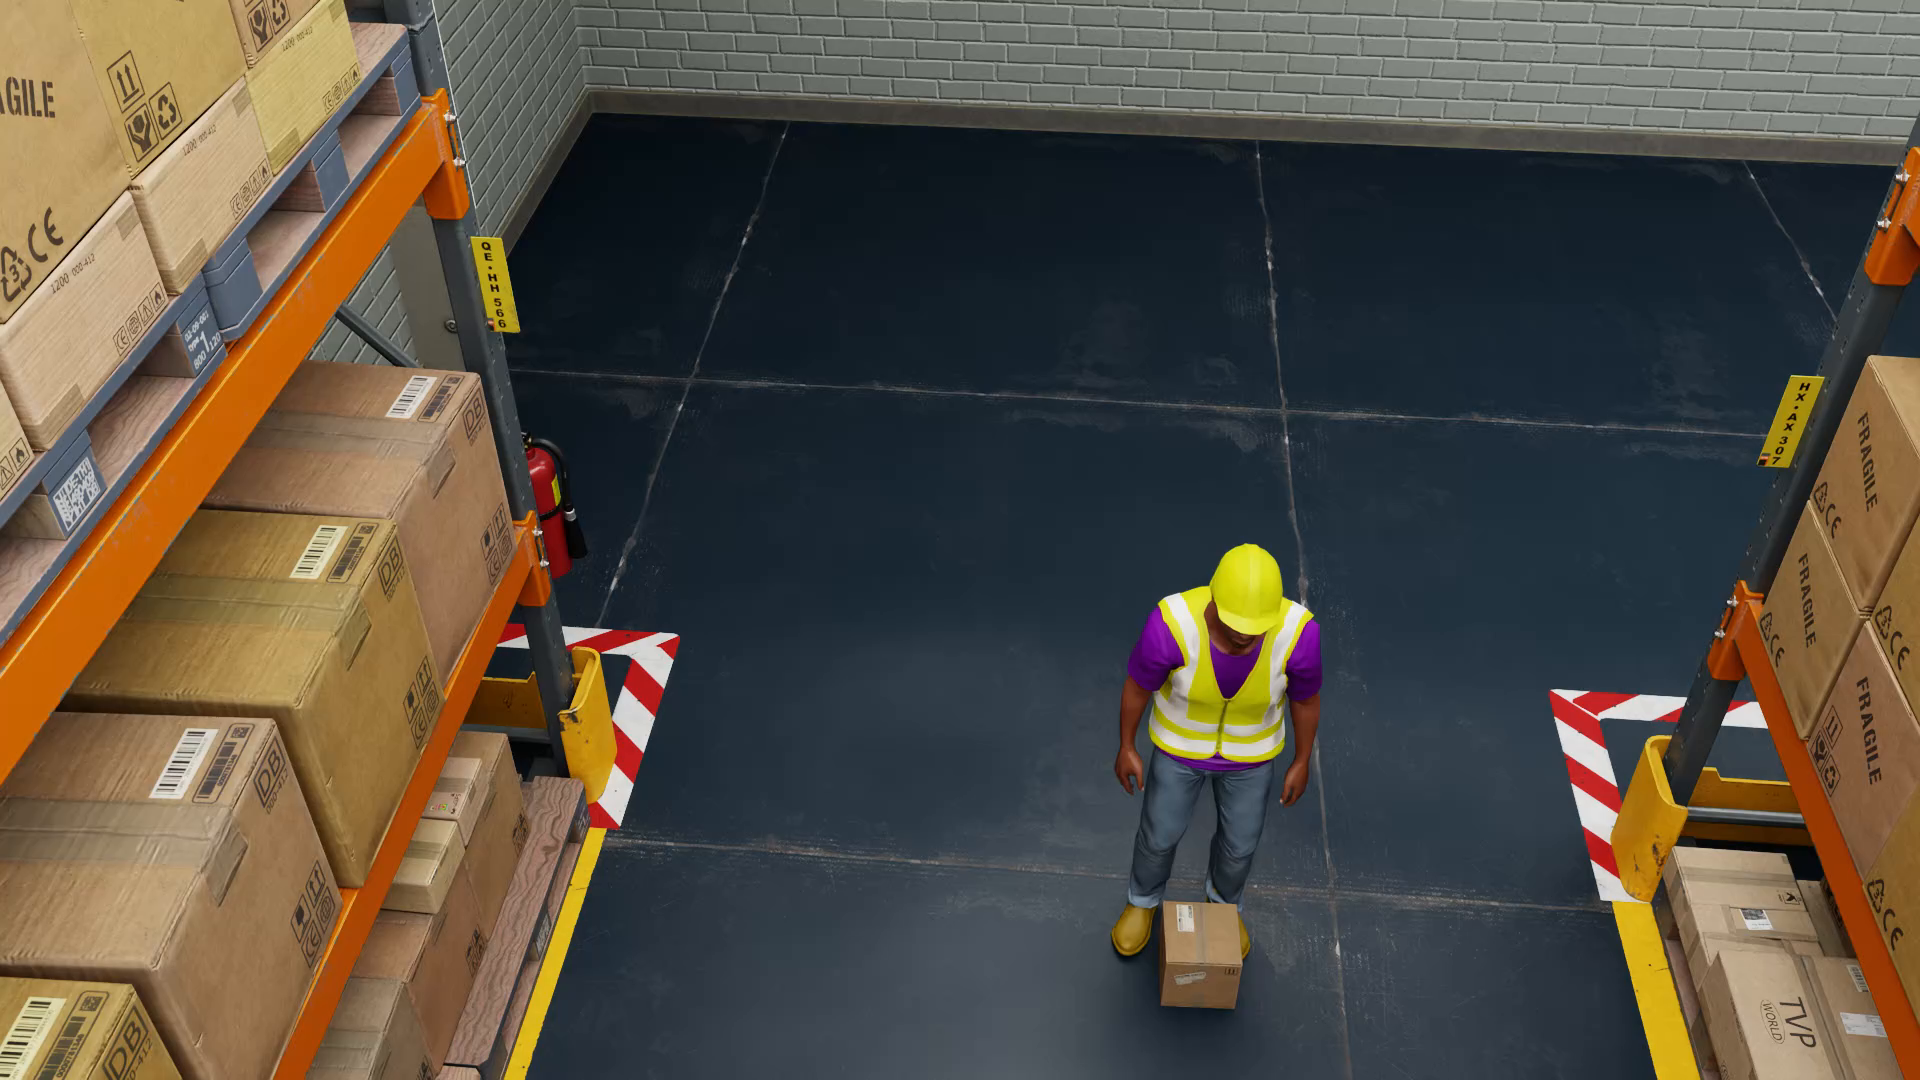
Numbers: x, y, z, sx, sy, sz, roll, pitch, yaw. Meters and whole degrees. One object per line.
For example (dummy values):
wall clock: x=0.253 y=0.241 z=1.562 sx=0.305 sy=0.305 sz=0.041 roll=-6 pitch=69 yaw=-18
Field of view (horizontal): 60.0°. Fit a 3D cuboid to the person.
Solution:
person: x=0.814 y=0.681 z=5.325 sx=0.628 sy=1.761 sz=0.456 roll=3 pitch=40 yaw=4
